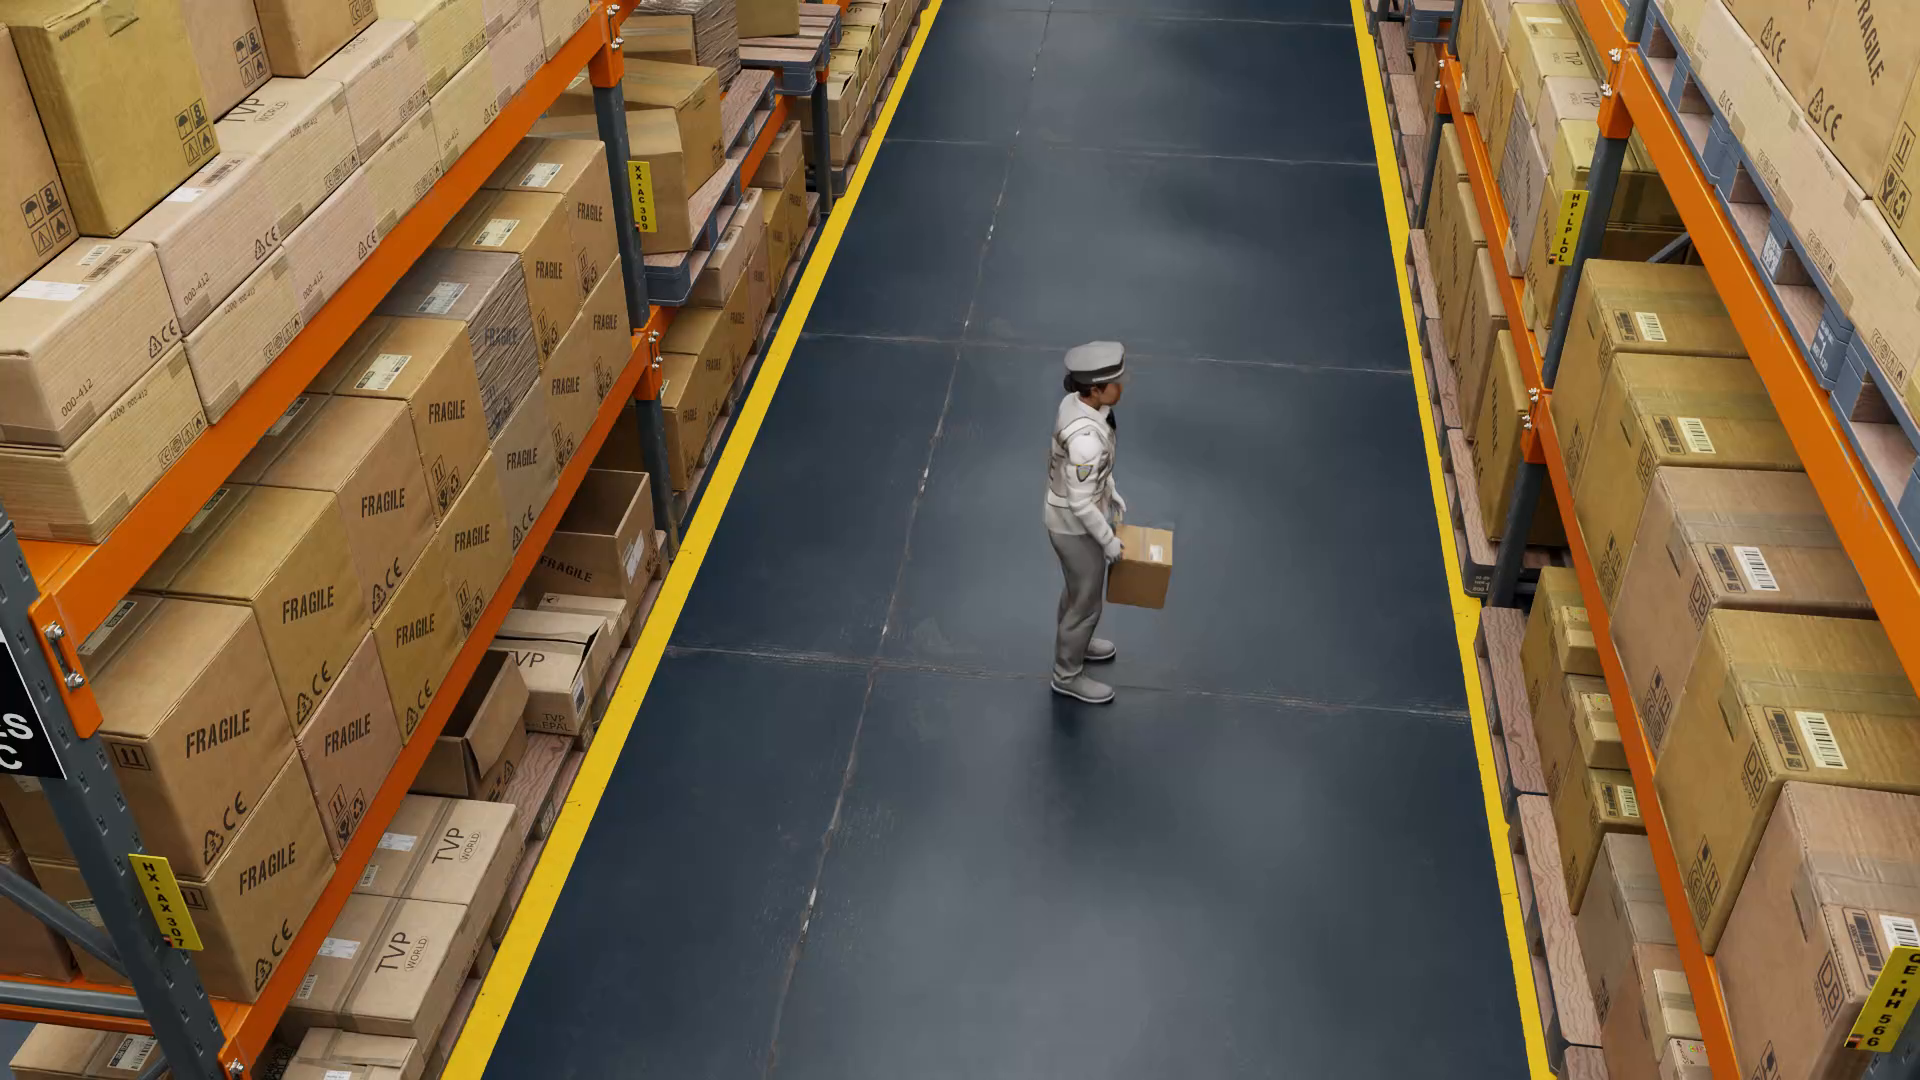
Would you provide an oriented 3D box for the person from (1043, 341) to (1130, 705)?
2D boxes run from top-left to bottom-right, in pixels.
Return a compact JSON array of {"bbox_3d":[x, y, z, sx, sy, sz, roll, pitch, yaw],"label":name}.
[{"bbox_3d":[0.535,-0.088,7.143,0.360,1.677,0.505,4,36,5],"label":"person"}]
